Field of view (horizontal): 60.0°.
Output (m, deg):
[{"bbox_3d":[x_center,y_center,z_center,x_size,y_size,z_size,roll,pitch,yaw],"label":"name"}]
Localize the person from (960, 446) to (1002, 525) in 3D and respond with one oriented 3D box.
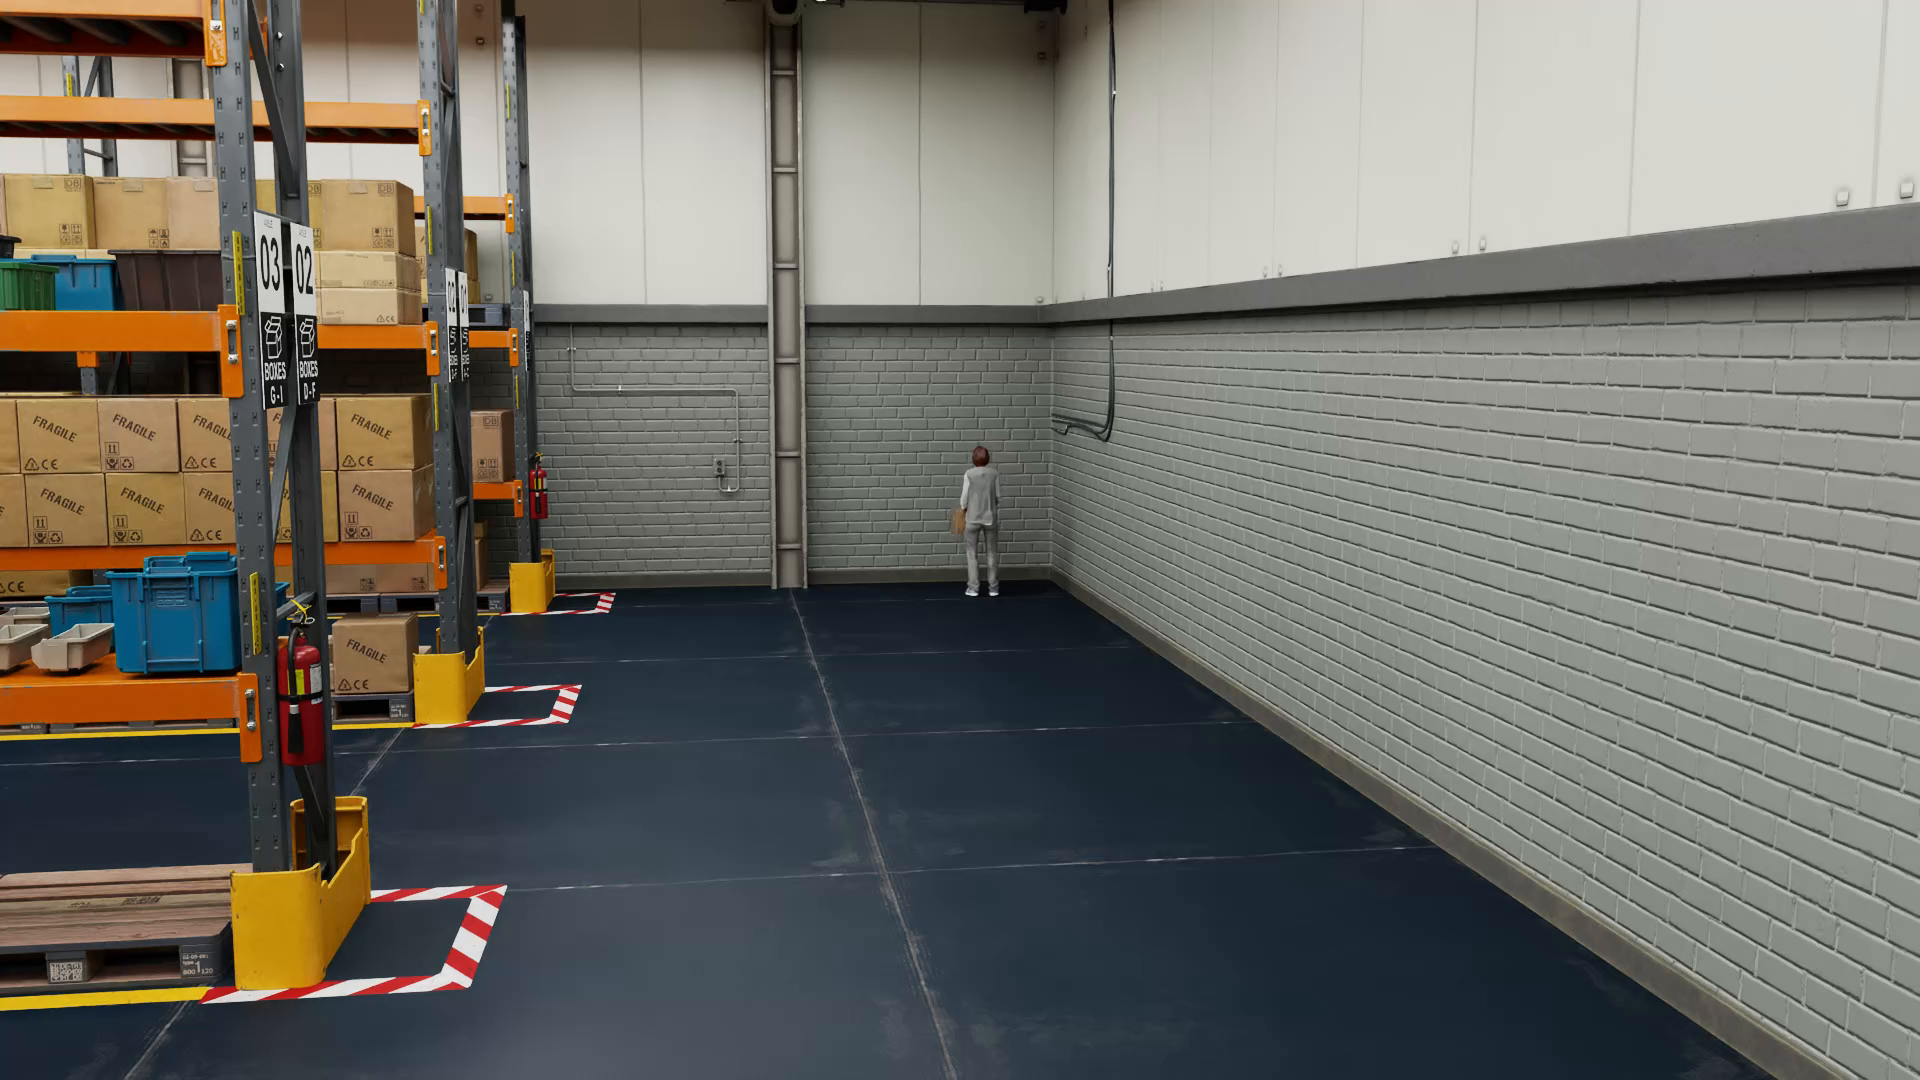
[{"bbox_3d":[0.218,-0.571,17.671,0.444,0.863,0.383,-1,7,-10],"label":"person"}]
